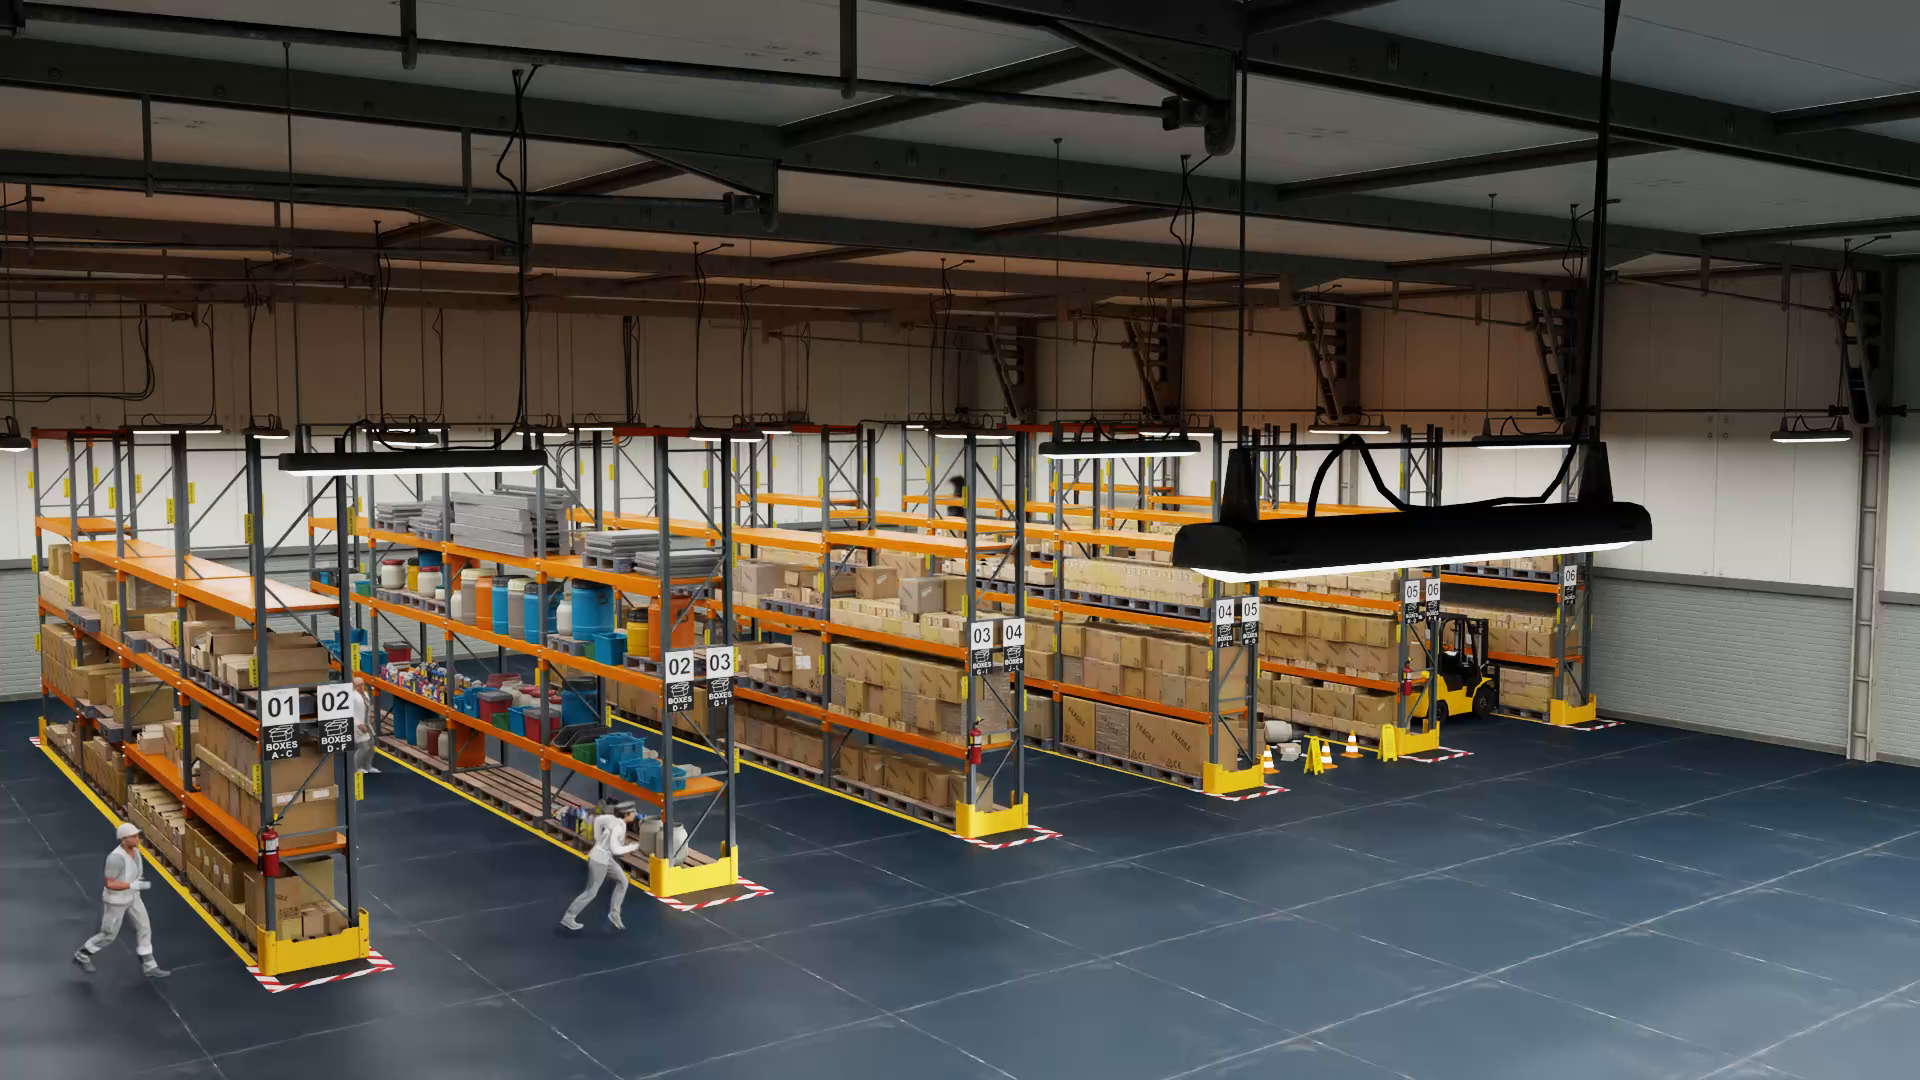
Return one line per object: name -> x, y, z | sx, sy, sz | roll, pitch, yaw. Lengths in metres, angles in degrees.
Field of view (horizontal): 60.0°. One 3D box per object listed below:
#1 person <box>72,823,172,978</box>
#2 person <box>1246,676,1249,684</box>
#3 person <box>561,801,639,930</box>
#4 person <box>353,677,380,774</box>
person -> -9.281, 3.978, 18.340 | 1.070, 1.749, 0.643 | 1, 5, 9
person -> 6.165, 2.544, 37.258 | 0.682, 1.763, 0.733 | -4, 6, -39
person -> -4.384, 3.988, 20.222 | 0.948, 1.602, 0.654 | -1, 5, -15
person -> -10.332, 3.224, 28.659 | 0.597, 1.749, 0.731 | 1, 5, 13
